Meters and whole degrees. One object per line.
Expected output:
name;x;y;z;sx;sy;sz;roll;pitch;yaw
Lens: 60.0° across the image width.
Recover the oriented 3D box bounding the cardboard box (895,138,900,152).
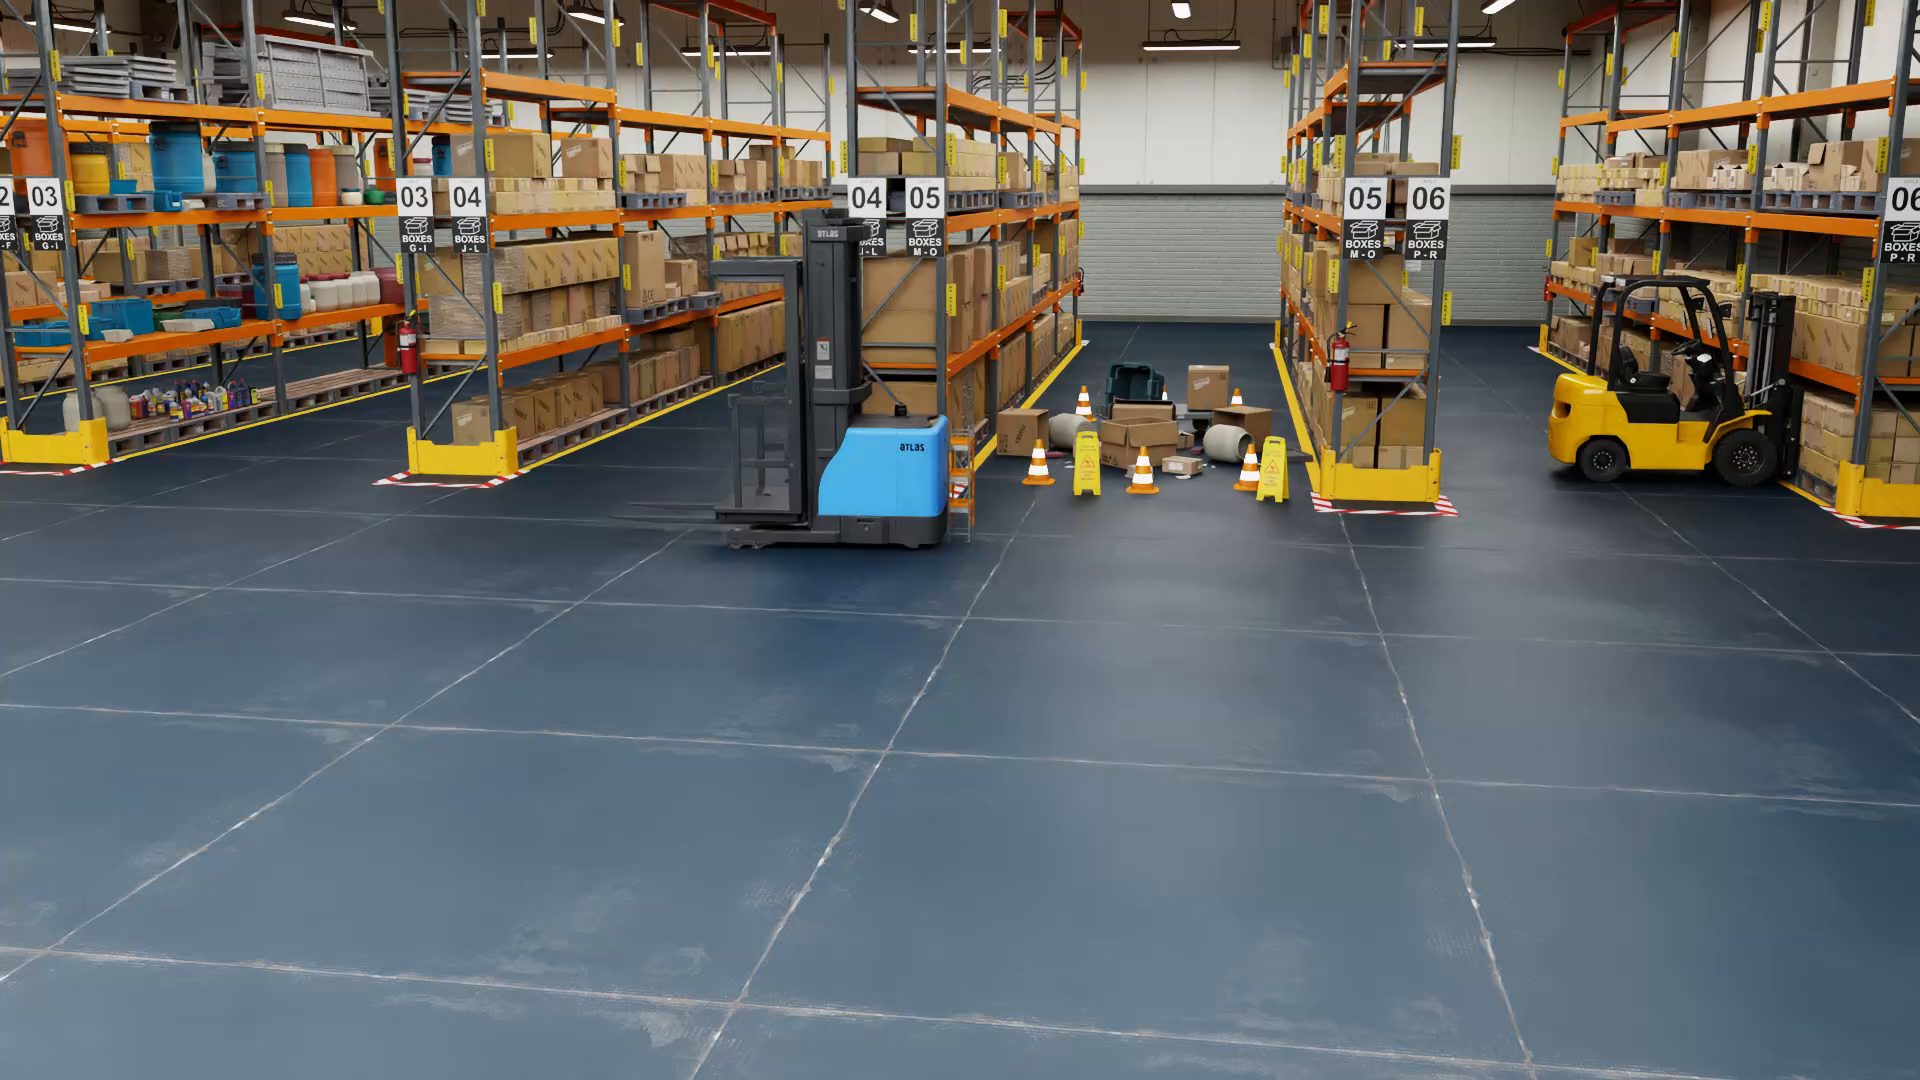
cardboard box;-0.844;-4.197;17.698;0.380;0.149;0.250;2;12;10

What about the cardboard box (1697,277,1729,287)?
cardboard box;9.752;-3.325;21.527;0.380;0.149;0.250;2;12;7

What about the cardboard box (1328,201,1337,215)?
cardboard box;4.237;-3.632;18.202;0.380;0.149;0.250;2;12;8

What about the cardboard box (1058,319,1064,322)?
cardboard box;1.729;-4.013;30.853;0.380;0.149;0.250;2;12;9

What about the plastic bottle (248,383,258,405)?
plastic bottle;-9.552;-1.974;22.439;0.061;0.283;0.133;3;12;11

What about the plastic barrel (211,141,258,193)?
plastic barrel;-9.940;-5.022;22.868;0.600;0.901;0.708;2;12;9

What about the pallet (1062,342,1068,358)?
pallet;1.459;-3.554;30.982;1.003;0.211;1.213;2;12;9

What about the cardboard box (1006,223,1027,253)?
cardboard box;1.011;-5.311;29.200;0.500;0.500;0.500;1;12;7

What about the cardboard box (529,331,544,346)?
cardboard box;-5.072;-2.341;19.333;0.380;0.149;0.250;2;12;9

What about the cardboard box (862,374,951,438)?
cardboard box;-0.601;-1.333;18.106;0.875;0.875;0.875;2;12;9

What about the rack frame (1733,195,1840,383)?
rack frame;9.787;-2.556;19.736;1.000;3.000;0.127;2;12;9

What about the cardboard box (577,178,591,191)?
cardboard box;-4.776;-4.383;20.499;0.380;0.149;0.250;1;12;7

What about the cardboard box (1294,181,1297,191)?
cardboard box;5.572;-5.687;26.701;0.380;0.166;0.250;1;12;5

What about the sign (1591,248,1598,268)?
sign;10.480;-4.661;27.446;0.100;0.325;0.005;2;12;9

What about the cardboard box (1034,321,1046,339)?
cardboard box;1.103;-3.382;26.724;0.500;0.250;0.500;2;12;9

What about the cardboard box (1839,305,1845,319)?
cardboard box;9.059;-2.277;16.663;0.380;0.149;0.250;2;12;10

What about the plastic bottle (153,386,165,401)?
plastic bottle;-10.433;-1.836;21.636;0.144;0.351;0.185;2;12;8

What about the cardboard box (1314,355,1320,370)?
cardboard box;4.446;-2.123;19.936;0.380;0.149;0.250;2;12;9

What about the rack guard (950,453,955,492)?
rack guard;-0.644;-0.796;17.501;1.175;0.500;0.348;2;12;9

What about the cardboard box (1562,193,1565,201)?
cardboard box;11.354;-6.339;30.764;0.380;0.149;0.250;2;12;10

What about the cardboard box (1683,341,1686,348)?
cardboard box;10.858;-2.842;24.460;0.380;0.149;0.250;2;12;10

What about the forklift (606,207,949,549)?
forklift;-1.640;-1.466;14.836;3.031;2.935;1.130;1;12;5

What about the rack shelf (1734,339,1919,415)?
rack shelf;9.480;-1.788;17.880;1.077;0.370;4.000;2;12;9

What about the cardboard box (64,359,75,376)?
cardboard box;-14.079;-2.724;26.042;0.500;0.250;0.500;2;12;10

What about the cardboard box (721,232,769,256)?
cardboard box;-3.770;-5.109;28.961;0.797;0.503;0.637;2;12;7

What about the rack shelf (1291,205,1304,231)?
rack shelf;5.805;-5.080;26.034;1.077;0.370;4.000;2;12;9

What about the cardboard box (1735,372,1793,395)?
cardboard box;9.403;-1.816;19.456;0.500;0.250;0.500;2;12;8

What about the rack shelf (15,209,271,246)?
rack shelf;-10.112;-3.896;20.541;1.077;0.370;4.000;2;12;9

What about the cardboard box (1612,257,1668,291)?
cardboard box;10.522;-4.111;25.716;0.700;0.500;0.500;2;12;8

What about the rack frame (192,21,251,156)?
rack frame;-13.468;-7.957;30.557;1.000;3.000;0.127;2;12;9

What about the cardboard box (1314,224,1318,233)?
cardboard box;5.993;-5.362;28.605;0.380;0.149;0.250;2;12;10

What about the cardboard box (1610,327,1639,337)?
cardboard box;10.705;-3.342;26.779;0.380;0.149;0.250;1;12;6

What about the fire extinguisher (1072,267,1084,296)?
fire extinguisher;2.316;-5.171;32.938;0.296;0.674;0.183;2;12;9

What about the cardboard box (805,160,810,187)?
cardboard box;-3.297;-7.082;32.142;0.700;0.500;0.500;1;12;7

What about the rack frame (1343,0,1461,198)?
rack frame;4.267;-4.817;15.983;1.000;3.000;0.127;2;12;9

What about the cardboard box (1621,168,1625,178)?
cardboard box;10.408;-5.646;25.610;0.380;0.149;0.250;2;12;9

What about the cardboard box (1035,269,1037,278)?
cardboard box;1.018;-4.227;26.381;0.380;0.149;0.250;2;12;9

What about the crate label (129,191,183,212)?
crate label;-9.805;-4.138;20.307;0.502;0.251;0.408;2;12;9

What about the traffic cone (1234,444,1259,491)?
traffic cone;3.058;-0.775;17.491;0.336;0.463;0.334;2;12;9

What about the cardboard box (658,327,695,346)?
cardboard box;-4.368;-3.090;25.318;0.500;0.250;0.500;2;12;11

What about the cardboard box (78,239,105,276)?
cardboard box;-18.043;-5.747;33.828;0.980;0.700;0.700;1;12;6

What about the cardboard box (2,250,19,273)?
cardboard box;-18.185;-5.284;31.402;0.500;0.500;0.500;2;12;8

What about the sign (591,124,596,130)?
sign;-7.413;-8.457;33.639;0.100;0.325;0.005;2;12;9

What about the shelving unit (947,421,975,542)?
shelving unit;0.008;-0.524;14.934;0.215;1.050;0.252;2;12;9

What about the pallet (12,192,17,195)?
pallet;-14.268;-5.189;25.279;1.003;0.211;1.213;2;12;11

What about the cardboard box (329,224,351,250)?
cardboard box;-12.726;-6.188;33.977;0.500;0.500;0.500;2;12;10

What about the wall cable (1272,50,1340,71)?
wall cable;8.067;-9.315;36.859;2.355;3.000;0.029;2;12;9

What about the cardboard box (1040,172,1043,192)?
cardboard box;1.011;-5.418;25.658;0.500;0.500;0.500;2;12;9

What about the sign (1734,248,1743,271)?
sign;10.951;-3.938;23.397;0.100;0.325;0.005;2;12;9

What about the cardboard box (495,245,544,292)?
cardboard box;-5.088;-3.098;18.930;0.500;0.500;0.500;2;12;9

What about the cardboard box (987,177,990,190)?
cardboard box;0.158;-4.261;19.887;0.380;0.149;0.250;2;12;10

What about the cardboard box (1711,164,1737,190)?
cardboard box;9.776;-4.552;20.852;0.500;0.311;0.500;1;12;7

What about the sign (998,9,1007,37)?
sign;0.520;-6.299;20.271;0.100;0.325;0.005;2;12;9

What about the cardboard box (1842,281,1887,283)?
cardboard box;9.808;-2.726;18.040;0.380;0.149;0.250;2;12;8

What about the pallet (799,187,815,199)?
pallet;-3.354;-6.549;31.353;1.003;0.211;1.213;2;12;9

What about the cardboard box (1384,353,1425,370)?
cardboard box;4.524;-1.825;16.938;0.380;0.149;0.250;2;12;9
